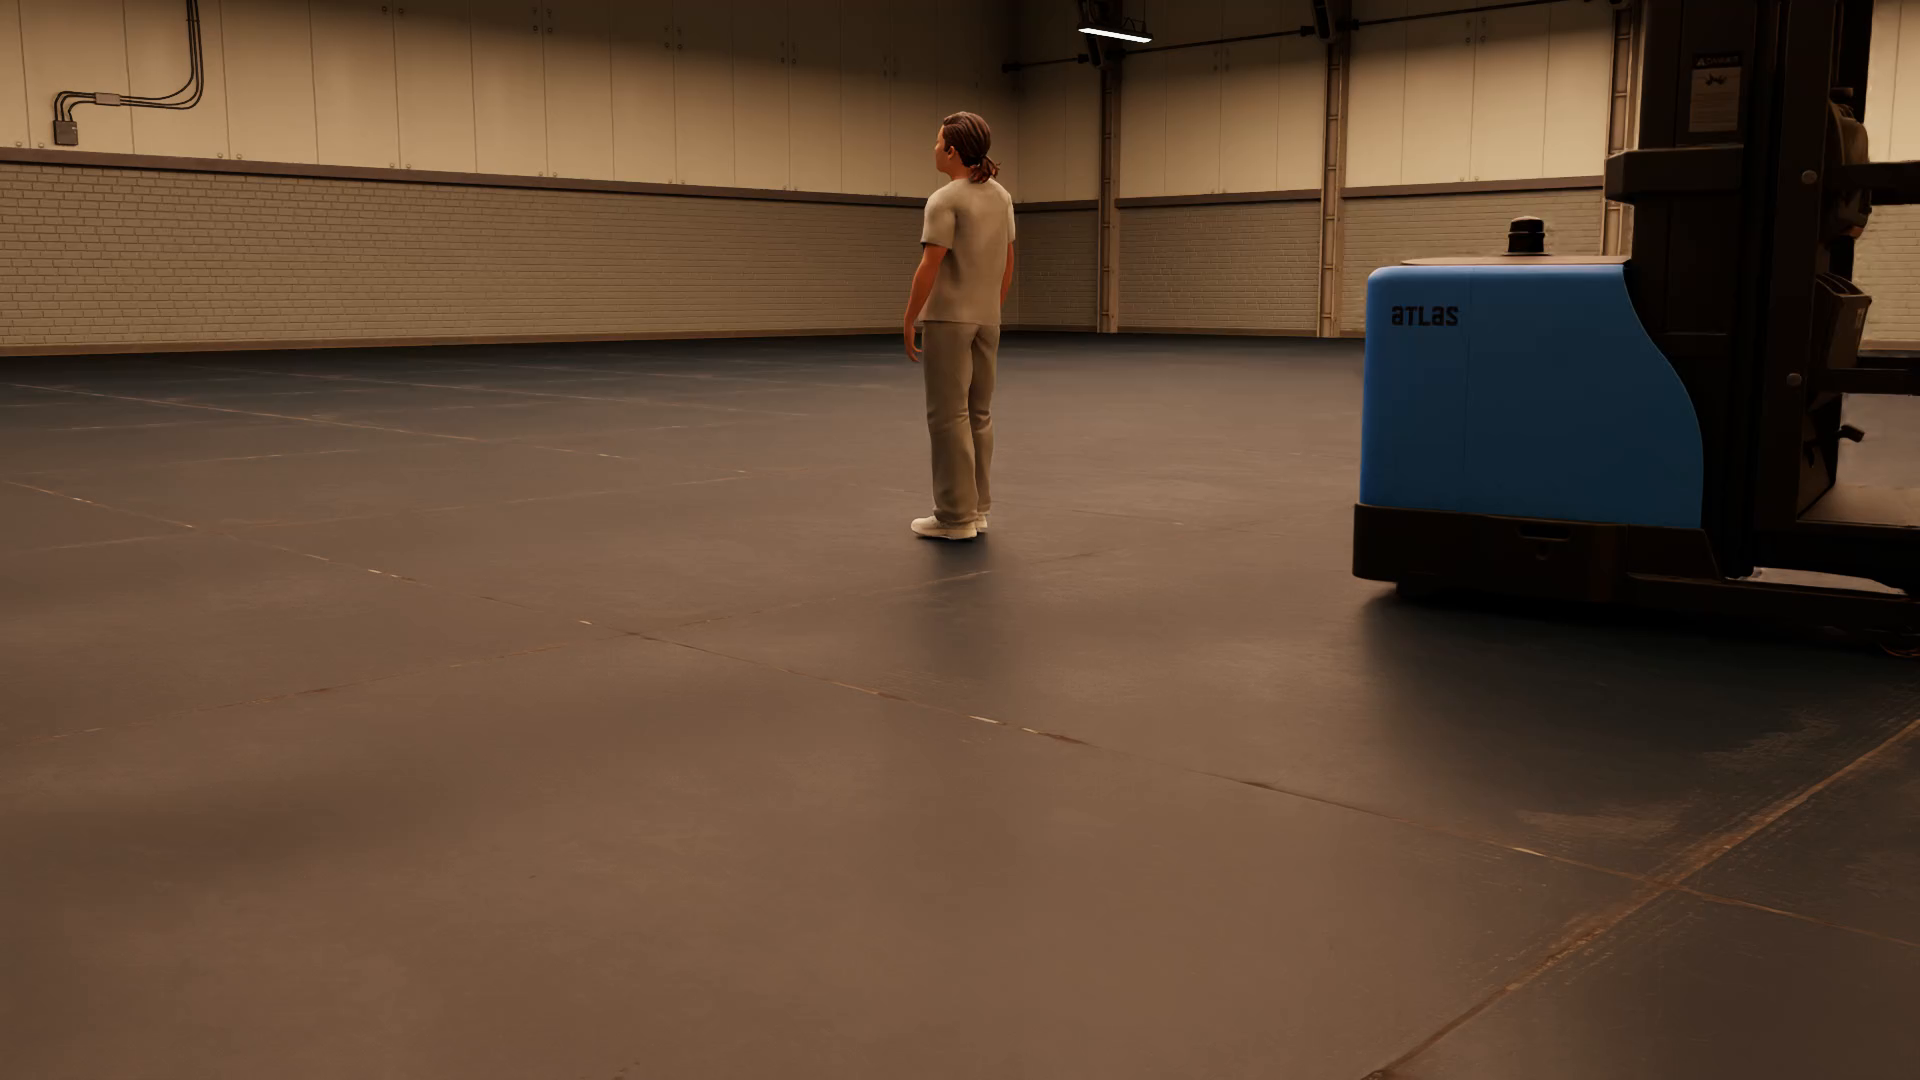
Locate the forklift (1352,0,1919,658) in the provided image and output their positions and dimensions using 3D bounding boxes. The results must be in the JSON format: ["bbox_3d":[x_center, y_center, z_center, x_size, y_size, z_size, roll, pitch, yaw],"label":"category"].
[{"bbox_3d":[2.807,-1.200,4.842,3.031,2.935,1.130,5,10,32],"label":"forklift"}]

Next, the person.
[{"bbox_3d":[-0.044,-0.845,6.651,0.549,1.675,0.550,8,12,43],"label":"person"}]
